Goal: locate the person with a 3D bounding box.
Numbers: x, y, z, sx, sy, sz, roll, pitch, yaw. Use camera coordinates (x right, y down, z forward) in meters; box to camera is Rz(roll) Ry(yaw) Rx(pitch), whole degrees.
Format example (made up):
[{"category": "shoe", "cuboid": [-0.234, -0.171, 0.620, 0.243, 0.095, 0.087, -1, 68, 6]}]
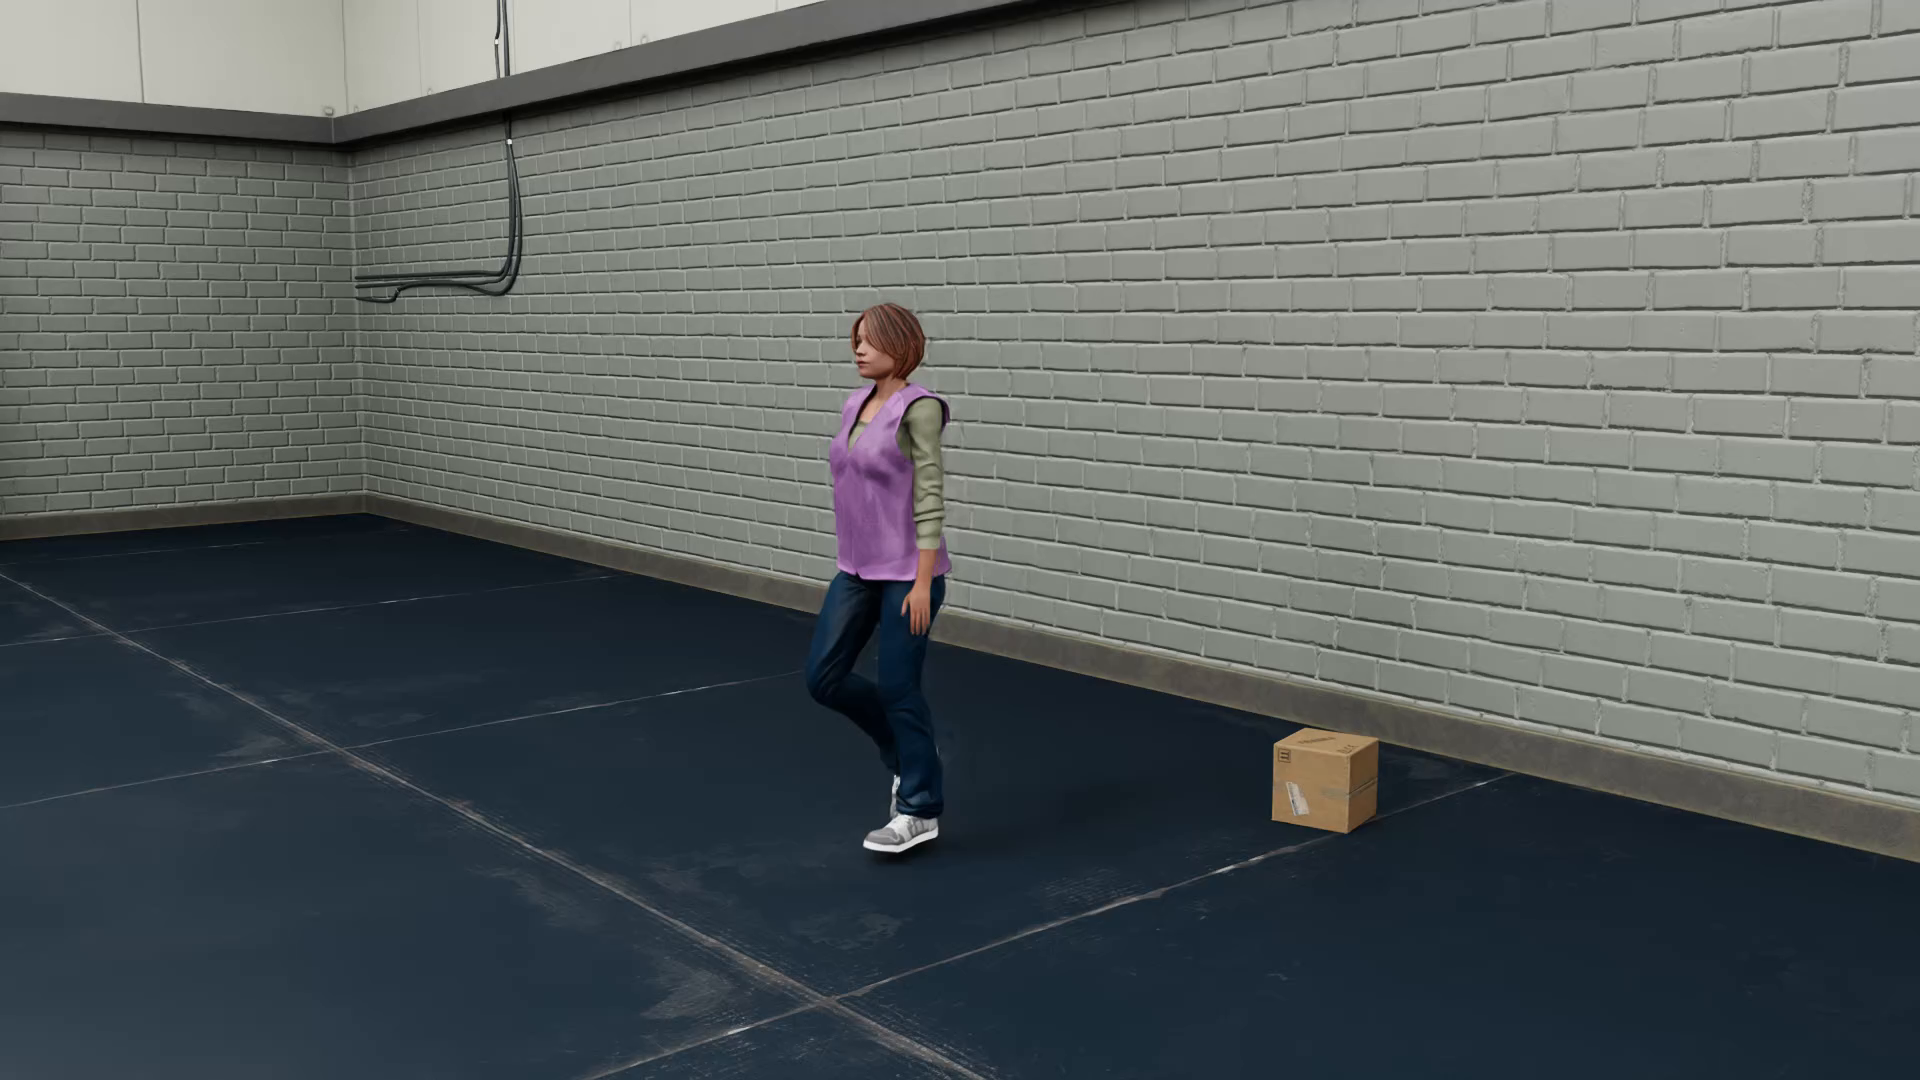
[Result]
[{"category": "person", "cuboid": [-0.205, 0.110, 4.845, 0.438, 1.591, 0.455, -7, 10, -40]}]
